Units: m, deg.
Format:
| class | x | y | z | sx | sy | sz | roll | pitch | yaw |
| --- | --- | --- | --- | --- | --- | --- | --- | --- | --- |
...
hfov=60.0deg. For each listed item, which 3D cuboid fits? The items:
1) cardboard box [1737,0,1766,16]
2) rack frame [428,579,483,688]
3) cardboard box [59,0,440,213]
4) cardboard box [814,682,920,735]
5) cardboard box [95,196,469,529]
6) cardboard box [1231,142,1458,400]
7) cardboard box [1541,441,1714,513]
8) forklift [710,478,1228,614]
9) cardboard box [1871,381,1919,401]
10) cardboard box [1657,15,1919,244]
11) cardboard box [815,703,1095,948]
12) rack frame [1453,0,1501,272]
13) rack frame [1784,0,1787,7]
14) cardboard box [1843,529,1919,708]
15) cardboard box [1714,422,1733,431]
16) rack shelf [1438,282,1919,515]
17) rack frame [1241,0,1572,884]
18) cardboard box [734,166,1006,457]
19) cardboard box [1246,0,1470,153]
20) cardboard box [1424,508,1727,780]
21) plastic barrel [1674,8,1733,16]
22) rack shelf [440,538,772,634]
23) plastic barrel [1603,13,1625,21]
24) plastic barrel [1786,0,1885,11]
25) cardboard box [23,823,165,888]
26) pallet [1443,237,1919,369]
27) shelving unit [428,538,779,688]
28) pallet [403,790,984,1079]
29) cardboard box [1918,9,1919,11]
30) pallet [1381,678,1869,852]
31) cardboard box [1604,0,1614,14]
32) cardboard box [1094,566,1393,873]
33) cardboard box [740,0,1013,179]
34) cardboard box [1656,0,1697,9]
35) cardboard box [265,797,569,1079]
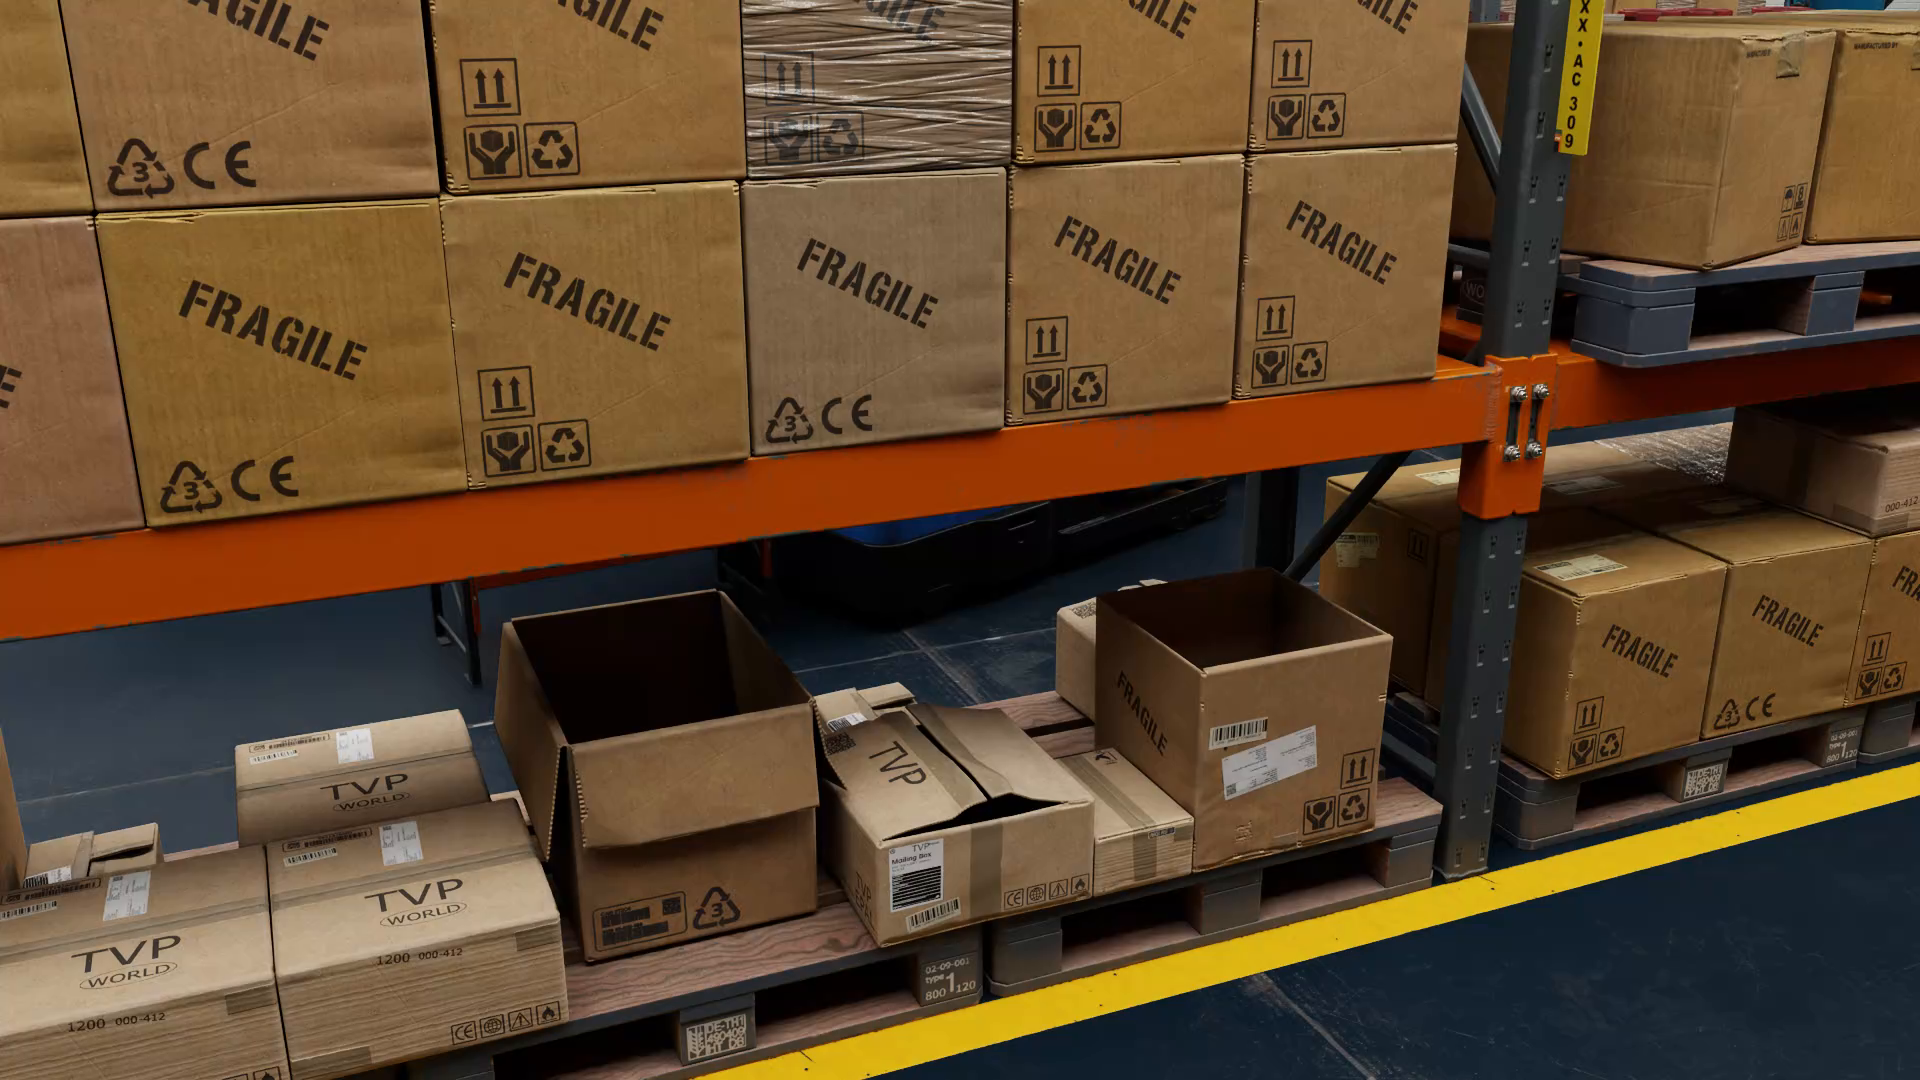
| class | x | y | z | sx | sy | sz | roll | pitch | yaw |
| --- | --- | --- | --- | --- | --- | --- | --- | --- | --- |
| cardboard box | 7.645 | -5.450 | 16.885 | 0.500 | 0.500 | 0.875 | -8 | 21 | -22 |
| rack frame | -1.637 | -0.140 | 5.227 | 0.032 | 1.125 | 0.500 | -11 | 22 | -28 |
| cardboard box | -1.160 | -0.832 | 2.712 | 0.500 | 0.500 | 0.500 | -8 | 21 | -21 |
| cardboard box | -0.198 | 0.509 | 4.164 | 0.250 | 0.166 | 0.380 | -8 | 21 | -22 |
| cardboard box | -1.164 | -0.360 | 2.876 | 0.500 | 0.500 | 0.500 | -8 | 21 | -22 |
| cardboard box | 0.706 | -0.629 | 3.642 | 0.500 | 0.500 | 0.500 | -8 | 21 | -21 |
| cardboard box | 1.860 | 0.031 | 5.020 | 0.500 | 0.500 | 0.500 | -8 | 21 | -22 |
| forklift | 0.446 | -1.530 | 6.454 | 3.031 | 2.935 | 1.130 | -18 | 26 | -42 |
| cardboard box | 2.982 | -0.295 | 4.816 | 0.500 | 0.250 | 0.500 | -9 | 21 | -23 |
| cardboard box | 2.193 | -1.075 | 4.276 | 0.500 | 0.500 | 0.700 | -5 | 20 | -13 |
| cardboard box | -0.036 | 0.595 | 3.702 | 0.500 | 0.311 | 0.500 | -8 | 21 | -22 |
| rack frame | 2.777 | -2.763 | 9.854 | 0.127 | 3.000 | 1.000 | -8 | 21 | -22 |
| rack frame | 8.161 | -5.326 | 17.132 | 0.127 | 3.000 | 1.000 | -8 | 21 | -22 |
| cardboard box | 2.551 | 0.119 | 4.769 | 0.500 | 0.500 | 0.500 | -8 | 21 | -21 |
| cardboard box | 2.786 | -0.103 | 5.399 | 0.500 | 0.500 | 0.500 | -9 | 21 | -24 |
| rack shelf | 2.899 | -0.650 | 4.934 | 4.000 | 0.370 | 1.077 | -8 | 21 | -22 |
| rack frame | 1.063 | -0.726 | 4.068 | 0.127 | 3.000 | 1.000 | -8 | 21 | -22 |
| cardboard box | -0.238 | -0.493 | 3.254 | 0.500 | 0.500 | 0.500 | -8 | 21 | -21 |
| cardboard box | 0.701 | -1.099 | 3.472 | 0.500 | 0.500 | 0.500 | -8 | 21 | -22 |
| cardboard box | 1.604 | 0.256 | 4.379 | 0.500 | 0.500 | 0.500 | -9 | 21 | -24 |
| plastic barrel | 4.811 | -3.198 | 10.884 | 0.433 | 0.535 | 0.433 | 0 | 19 | 0 |
| rack shelf | -1.198 | 0.005 | 5.551 | 1.000 | 0.278 | 0.538 | -11 | 22 | -28 |
| plastic barrel | 4.024 | -3.072 | 10.562 | 0.421 | 0.512 | 0.421 | 0 | 19 | 0 |
| plastic barrel | 5.975 | -3.568 | 11.383 | 0.708 | 0.901 | 0.600 | -8 | 21 | -22 |
| cardboard box | -1.801 | 0.757 | 3.461 | 0.250 | 0.166 | 0.380 | -8 | 21 | -22 |
| pallet | 1.840 | -0.707 | 4.304 | 1.213 | 0.211 | 1.003 | -8 | 21 | -22 |
| shelving unit | -1.198 | -0.226 | 5.469 | 1.048 | 1.125 | 0.538 | -11 | 22 | -28 |
| pallet | -0.690 | 0.841 | 3.816 | 1.213 | 0.211 | 1.003 | -8 | 21 | -22 |
| cardboard box | 3.287 | -1.318 | 4.967 | 0.500 | 0.500 | 0.700 | -4 | 20 | -12 |
| pallet | 1.795 | 0.471 | 4.867 | 1.213 | 0.211 | 1.003 | -8 | 21 | -22 |
| cardboard box | 5.818 | -5.179 | 16.117 | 0.500 | 0.500 | 0.875 | -8 | 21 | -22 |
| cardboard box | 0.652 | 0.407 | 3.951 | 0.500 | 0.500 | 0.500 | -8 | 21 | -22 |
| cardboard box | -0.231 | -0.965 | 3.090 | 0.500 | 0.500 | 0.500 | -8 | 21 | -21 |
| cardboard box | 6.757 | -5.295 | 16.444 | 0.500 | 0.500 | 0.875 | -8 | 21 | -22 |
| cardboard box | -1.080 | 0.773 | 3.288 | 0.500 | 0.250 | 0.500 | -8 | 21 | -22 |
